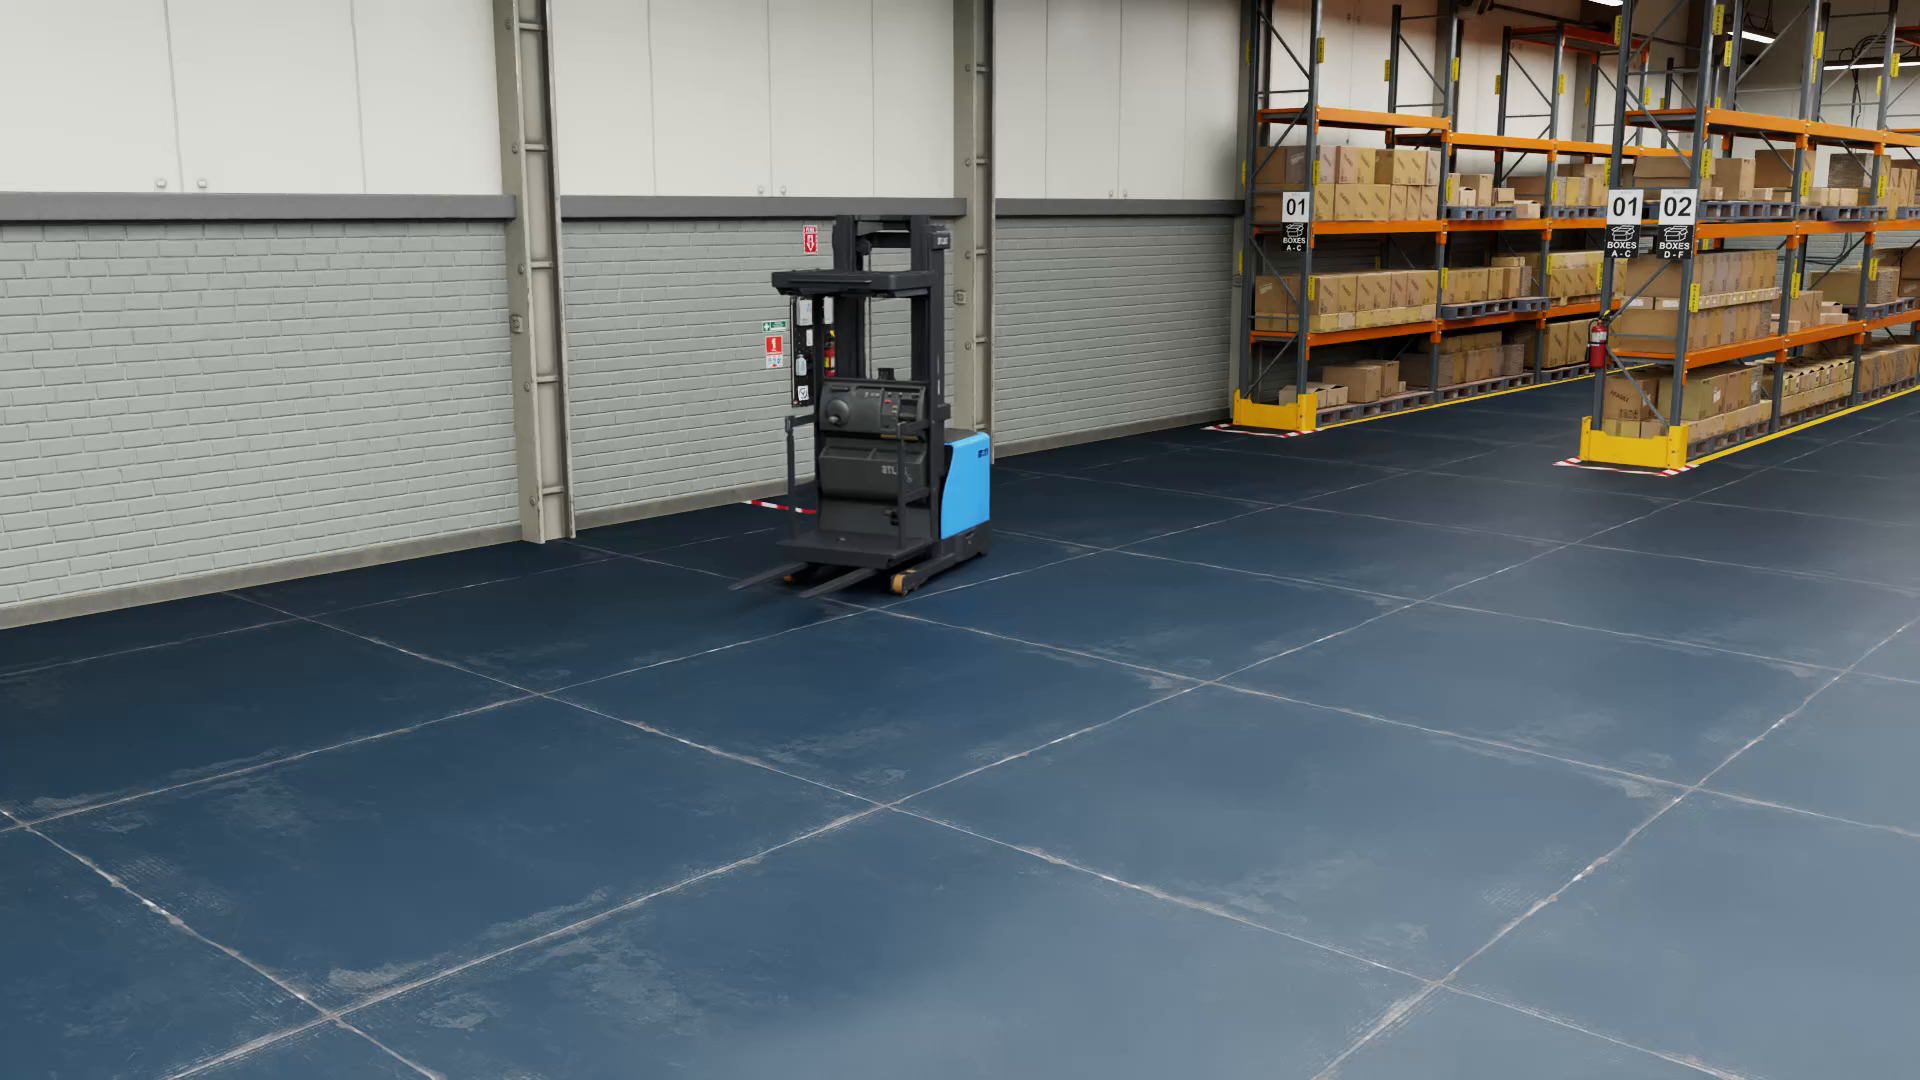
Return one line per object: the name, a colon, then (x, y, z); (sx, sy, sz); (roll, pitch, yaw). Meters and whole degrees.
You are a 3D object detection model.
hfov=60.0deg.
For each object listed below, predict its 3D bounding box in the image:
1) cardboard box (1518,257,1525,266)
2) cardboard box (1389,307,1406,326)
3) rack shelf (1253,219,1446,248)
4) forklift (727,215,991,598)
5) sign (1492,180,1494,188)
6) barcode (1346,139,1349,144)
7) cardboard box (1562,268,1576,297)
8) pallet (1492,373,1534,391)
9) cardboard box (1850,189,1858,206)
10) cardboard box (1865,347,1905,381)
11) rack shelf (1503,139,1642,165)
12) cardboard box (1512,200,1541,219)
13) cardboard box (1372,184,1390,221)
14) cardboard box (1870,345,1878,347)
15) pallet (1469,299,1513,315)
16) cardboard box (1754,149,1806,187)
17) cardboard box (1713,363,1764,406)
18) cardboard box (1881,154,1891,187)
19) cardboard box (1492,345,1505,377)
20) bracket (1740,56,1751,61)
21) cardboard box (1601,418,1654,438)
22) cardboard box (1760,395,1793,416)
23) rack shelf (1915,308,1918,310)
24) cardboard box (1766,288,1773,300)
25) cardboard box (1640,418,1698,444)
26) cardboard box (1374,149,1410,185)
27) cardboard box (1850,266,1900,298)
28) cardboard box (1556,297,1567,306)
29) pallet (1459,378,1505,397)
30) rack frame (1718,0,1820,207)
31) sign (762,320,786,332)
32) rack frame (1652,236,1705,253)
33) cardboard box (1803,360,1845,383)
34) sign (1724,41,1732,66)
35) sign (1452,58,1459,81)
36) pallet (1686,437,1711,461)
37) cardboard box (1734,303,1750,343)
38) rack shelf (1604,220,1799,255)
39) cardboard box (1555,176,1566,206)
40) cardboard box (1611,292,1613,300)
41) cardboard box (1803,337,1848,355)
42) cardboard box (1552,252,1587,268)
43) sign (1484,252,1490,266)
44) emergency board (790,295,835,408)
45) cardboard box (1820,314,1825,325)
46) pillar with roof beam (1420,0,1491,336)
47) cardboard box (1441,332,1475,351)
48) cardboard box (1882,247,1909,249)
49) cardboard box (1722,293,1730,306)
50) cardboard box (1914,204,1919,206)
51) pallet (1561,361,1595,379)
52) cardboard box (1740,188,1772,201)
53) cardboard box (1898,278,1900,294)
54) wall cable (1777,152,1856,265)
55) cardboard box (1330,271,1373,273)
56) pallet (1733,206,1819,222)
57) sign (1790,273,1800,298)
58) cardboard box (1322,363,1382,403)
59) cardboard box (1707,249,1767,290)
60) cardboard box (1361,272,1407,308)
cardboard box: (9.391, -4.743, 28.302); (0.380, 0.149, 0.250); (7, 14, 33)
cardboard box: (6.215, -3.305, 24.471); (0.500, 0.250, 0.500); (10, 15, 40)
rack shelf: (5.635, -4.450, 24.049); (1.077, 0.370, 4.000); (10, 15, 40)
forklift: (-0.797, -1.100, 13.274); (1.130, 2.935, 3.031); (5, 12, 24)
sign: (9.185, -6.051, 28.706); (0.100, 0.325, 0.005); (10, 15, 40)
barcode: (5.715, -5.880, 24.521); (0.001, 0.075, 0.075); (10, 15, 40)
cardboard box: (10.462, -4.533, 29.223); (0.500, 0.500, 0.500); (10, 15, 42)
pallet: (9.079, -2.732, 28.391); (1.003, 0.211, 1.213); (10, 15, 40)
cardboard box: (13.062, -5.104, 24.798); (0.500, 0.250, 0.500); (8, 14, 36)
cardboard box: (15.186, -2.898, 27.360); (0.500, 0.500, 0.500); (10, 15, 41)
rack shelf: (10.916, -6.902, 29.688); (1.077, 0.370, 4.000); (10, 15, 40)
cardboard box: (9.324, -5.511, 27.700); (0.500, 0.311, 0.500); (10, 15, 40)
cardboard box: (5.782, -4.817, 23.744); (0.500, 0.500, 0.500); (11, 16, 44)
cardboard box: (15.114, -3.033, 28.038); (0.500, 0.500, 0.500); (10, 15, 41)
pallet: (8.320, -3.824, 27.227); (1.003, 0.211, 1.213); (10, 15, 40)
cardboard box: (11.116, -5.043, 22.577); (0.500, 0.500, 0.500); (10, 15, 41)
cardboard box: (10.198, -2.043, 21.853); (0.500, 0.500, 0.500); (10, 15, 40)
cardboard box: (14.286, -5.798, 26.156); (0.500, 0.500, 0.500); (10, 15, 40)
cardboard box: (8.733, -3.031, 28.026); (0.700, 0.500, 0.500); (10, 15, 40)
bracket: (17.725, -10.885, 37.581); (0.076, 0.066, 3.189); (10, 15, 40)
cardboard box: (8.171, -1.372, 20.410); (0.500, 0.250, 0.500); (10, 15, 40)
cardboard box: (11.131, -1.871, 22.907); (0.500, 0.250, 0.500); (9, 15, 39)
rack shelf: (17.280, -4.105, 29.979); (1.077, 0.370, 4.000); (10, 15, 40)
cardboard box: (10.496, -3.249, 21.949); (0.380, 0.149, 0.250); (9, 15, 39)
cardboard box: (8.560, -1.305, 20.075); (0.500, 0.250, 0.500); (10, 15, 40)
cardboard box: (6.138, -5.377, 23.996); (0.500, 0.500, 0.500); (9, 14, 38)
cardboard box: (15.479, -4.377, 28.180); (0.700, 0.500, 0.500); (4, 12, 21)
cardboard box: (10.399, -4.184, 29.129); (0.380, 0.149, 0.250); (10, 15, 42)
pallet: (8.274, -2.554, 27.496); (1.003, 0.211, 1.213); (10, 15, 40)
rack frame: (10.679, -5.928, 21.954); (1.000, 3.000, 0.127); (10, 15, 40)
sign: (-1.926, -2.220, 17.261); (0.001, 0.109, 0.331); (10, 15, 40)
rack frame: (14.877, -5.392, 34.585); (1.000, 3.000, 0.127); (10, 15, 40)
cardboard box: (12.821, -2.521, 24.729); (0.500, 0.311, 0.500); (9, 15, 39)
sign: (10.264, -6.493, 22.198); (0.100, 0.325, 0.005); (10, 15, 40)
sign: (7.351, -6.992, 24.694); (0.100, 0.325, 0.005); (10, 15, 40)
pallet: (8.512, -1.148, 20.459); (1.003, 0.211, 1.213); (10, 15, 40)
cardboard box: (9.714, -2.817, 21.442); (0.700, 0.500, 0.500); (10, 15, 41)
rack shelf: (9.359, -3.810, 20.845); (1.077, 0.370, 4.000); (10, 15, 40)
cardboard box: (10.183, -6.114, 29.164); (0.700, 0.500, 0.500); (9, 14, 37)
cardboard box: (11.872, -4.531, 30.867); (0.380, 0.149, 0.250); (10, 15, 42)
cardboard box: (13.795, -3.109, 26.502); (0.500, 0.250, 0.500); (11, 15, 42)
cardboard box: (10.771, -4.974, 29.513); (0.500, 0.250, 0.500); (10, 15, 41)
sign: (9.177, -4.854, 28.936); (0.100, 0.325, 0.005); (10, 15, 40)
emergency board: (-1.493, -2.011, 17.660); (0.194, 1.169, 0.643); (10, 15, 40)
cardboard box: (12.520, -3.256, 24.537); (0.250, 0.149, 0.380); (-11, 16, -43)
pillar with roof beam: (11.322, -6.520, 24.920); (9.100, 9.000, 0.548); (10, 15, 40)
cardboard box: (8.058, -3.236, 27.139); (0.500, 0.250, 0.500); (9, 15, 39)
cardboard box: (16.435, -4.886, 29.247); (0.500, 0.500, 0.500); (9, 15, 39)
cardboard box: (9.308, -2.984, 20.622); (0.380, 0.149, 0.250); (10, 15, 40)
cardboard box: (16.467, -5.600, 28.354); (0.500, 0.250, 0.500); (10, 15, 40)
pallet: (10.979, -3.132, 30.392); (1.003, 0.211, 1.213); (10, 15, 40)
cardboard box: (10.088, -4.396, 21.153); (0.380, 0.149, 0.250); (10, 15, 40)
cardboard box: (16.097, -4.319, 28.960); (0.500, 0.500, 0.500); (10, 15, 41)
wall cable: (18.879, -7.597, 38.237); (3.097, 2.526, 0.112); (10, 15, 40)
cardboard box: (5.811, -3.740, 24.732); (0.500, 0.500, 0.500); (10, 15, 42)
pallet: (11.252, -4.495, 22.925); (0.805, 0.209, 1.217); (9, 14, 38)
sign: (11.097, -3.378, 22.091); (0.100, 0.325, 0.005); (10, 15, 40)
cardboard box: (5.738, -2.303, 24.381); (0.700, 0.500, 0.500); (9, 14, 37)
cardboard box: (10.058, -3.531, 21.701); (0.700, 0.500, 0.500); (10, 15, 40)
cardboard box: (6.210, -3.674, 24.401); (0.500, 0.500, 0.500); (9, 15, 39)
